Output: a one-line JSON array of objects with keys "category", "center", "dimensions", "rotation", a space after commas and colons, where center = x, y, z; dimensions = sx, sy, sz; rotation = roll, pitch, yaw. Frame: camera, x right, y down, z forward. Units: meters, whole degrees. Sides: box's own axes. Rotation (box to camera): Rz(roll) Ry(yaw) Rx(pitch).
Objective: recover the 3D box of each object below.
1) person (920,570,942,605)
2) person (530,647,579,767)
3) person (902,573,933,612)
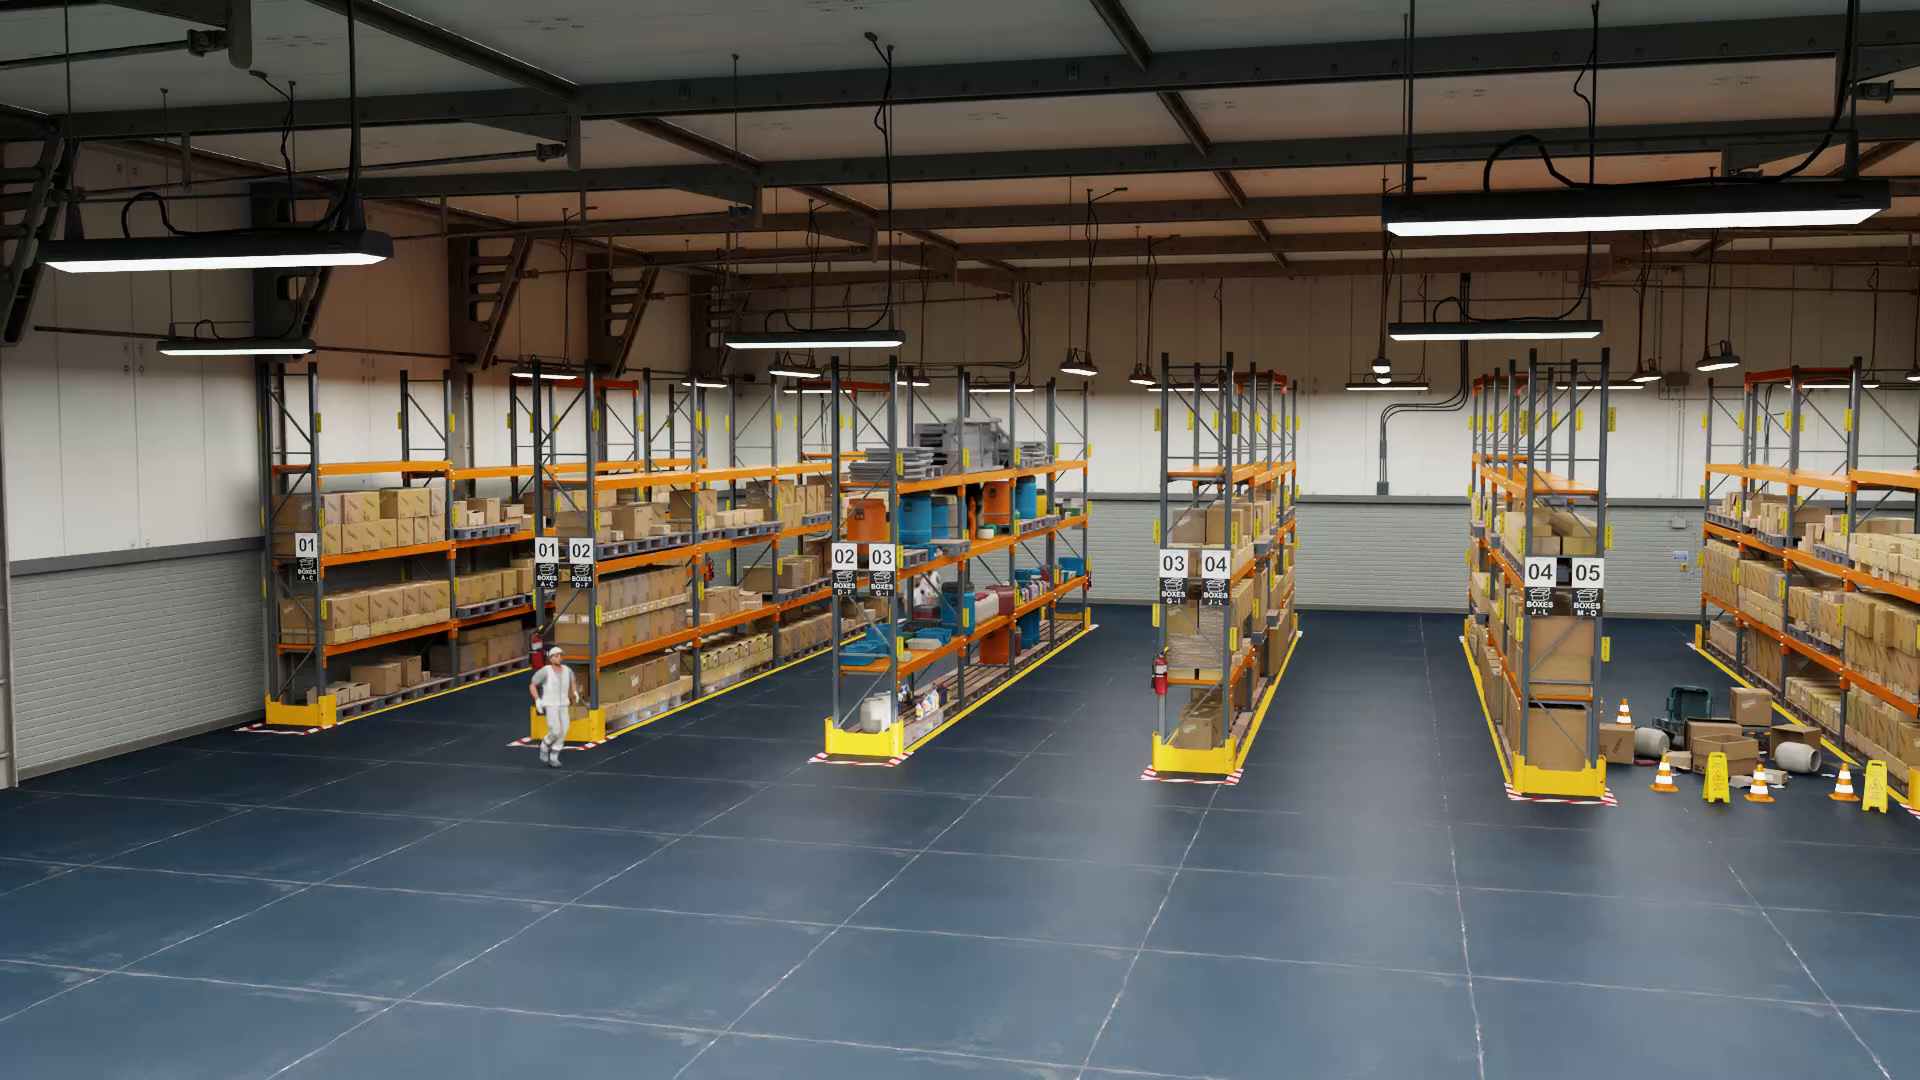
[{"category": "person", "center": [-0.724, 1.346, 39.767], "dimensions": [0.601, 1.760, 0.795], "rotation": [0, 4, 2]}, {"category": "person", "center": [-5.849, 2.425, 24.186], "dimensions": [0.668, 1.748, 0.582], "rotation": [-4, 5, -43]}, {"category": "person", "center": [-0.934, 1.479, 35.622], "dimensions": [0.659, 1.576, 0.618], "rotation": [1, 4, 10]}]
